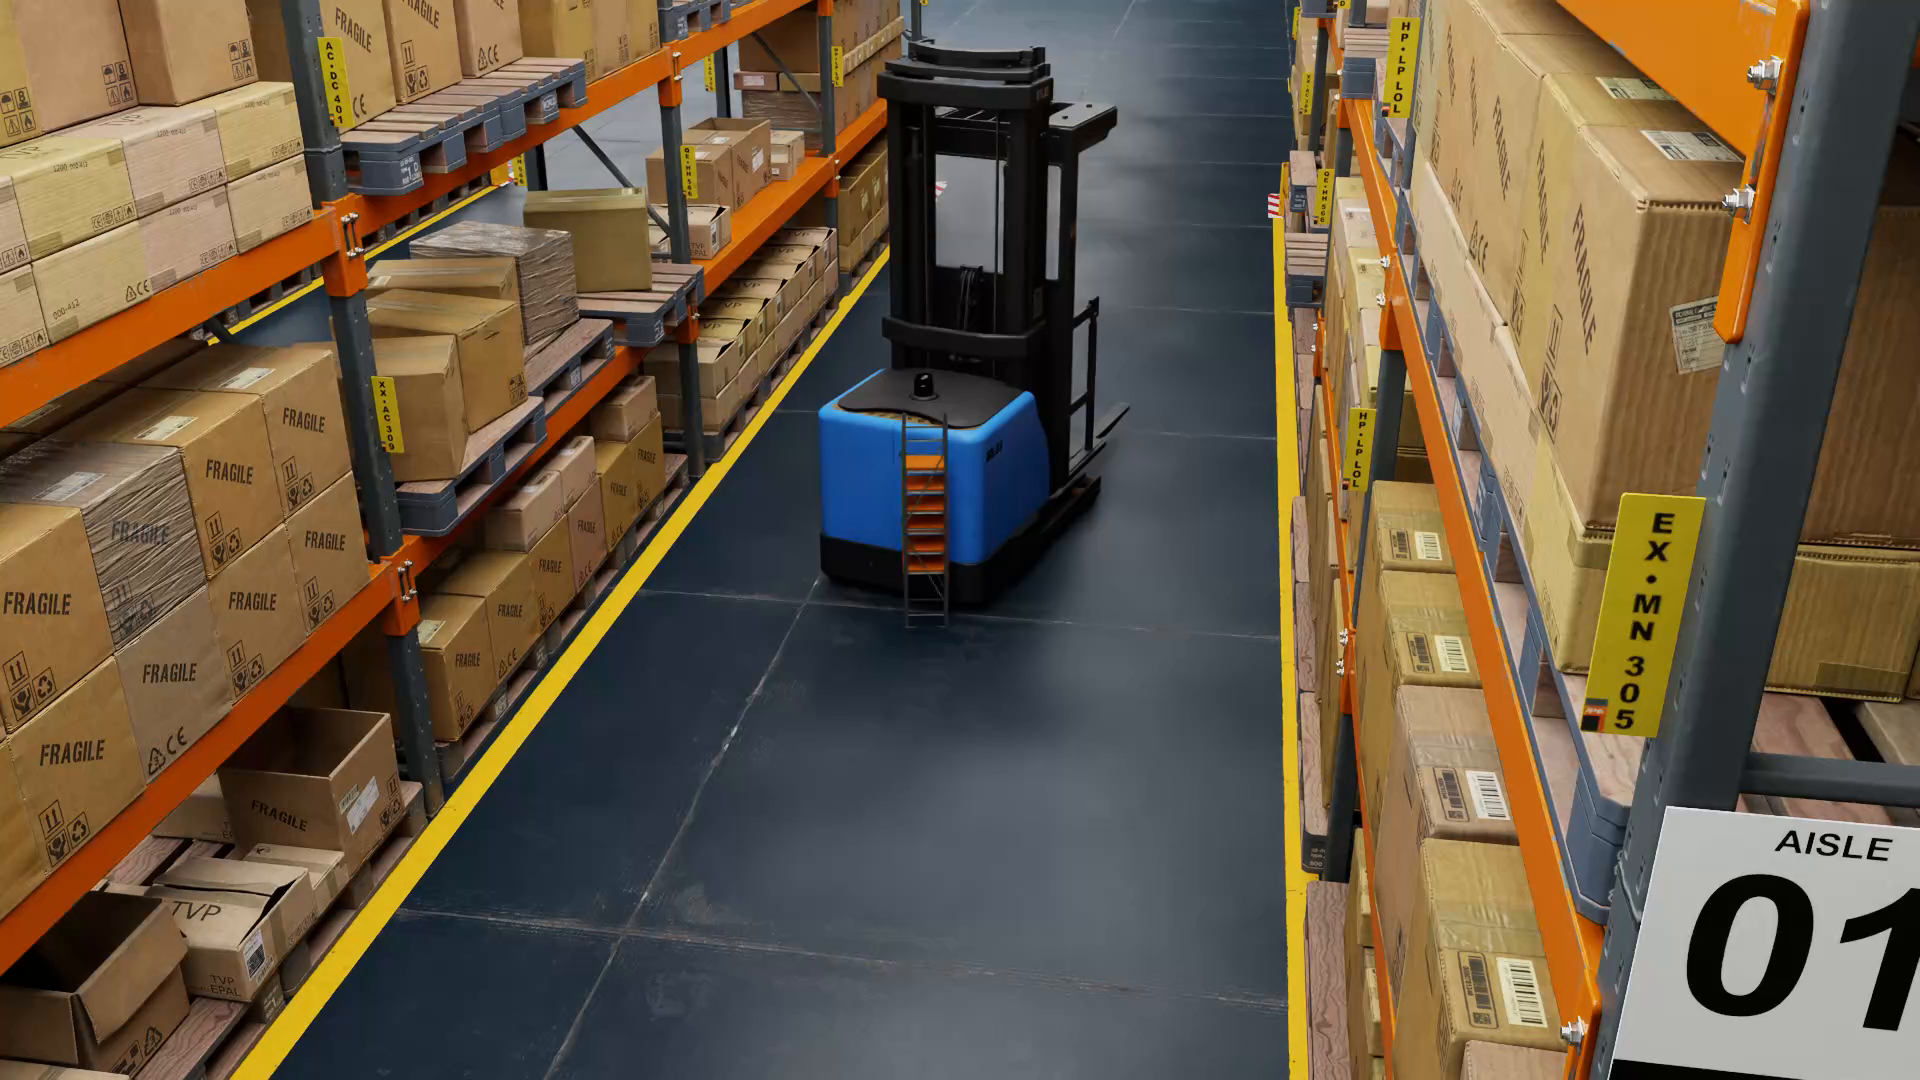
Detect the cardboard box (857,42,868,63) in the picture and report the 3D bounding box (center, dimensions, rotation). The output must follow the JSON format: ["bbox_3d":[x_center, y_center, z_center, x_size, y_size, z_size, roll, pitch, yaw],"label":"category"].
[{"bbox_3d":[-1.080,-4.584,15.621,0.380,0.149,0.250,4,25,8],"label":"cardboard box"}]

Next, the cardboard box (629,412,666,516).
[{"bbox_3d":[-2.140,-0.484,10.176,0.500,0.500,0.500,5,26,11],"label":"cardboard box"}]

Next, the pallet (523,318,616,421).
[{"bbox_3d":[-2.532,-0.924,8.912,1.003,0.211,1.213,4,25,9],"label":"pallet"}]

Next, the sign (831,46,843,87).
[{"bbox_3d":[-1.028,-3.952,13.883,0.100,0.325,0.005,4,25,9],"label":"sign"}]

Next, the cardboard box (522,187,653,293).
[{"bbox_3d":[-2.210,-1.789,9.920,0.700,0.500,0.500,-4,25,-9],"label":"cardboard box"}]

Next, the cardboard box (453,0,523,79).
[{"bbox_3d":[-2.502,-2.554,7.900,0.600,0.600,0.600,3,25,6],"label":"cardboard box"}]

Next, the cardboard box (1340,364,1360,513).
[{"bbox_3d":[1.916,-0.424,7.124,0.500,0.500,0.500,4,25,9],"label":"cardboard box"}]

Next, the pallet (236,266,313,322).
[{"bbox_3d":[-6.541,-2.248,14.804,1.003,0.211,1.213,4,25,9],"label":"pallet"}]

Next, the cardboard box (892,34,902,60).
[{"bbox_3d":[-1.000,-5.021,17.321,0.700,0.500,0.500,4,25,9],"label":"cardboard box"}]

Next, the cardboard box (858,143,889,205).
[{"bbox_3d":[-0.937,-3.582,16.227,0.500,0.500,0.500,4,25,9],"label":"cardboard box"}]

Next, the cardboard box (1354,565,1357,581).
[{"bbox_3d":[1.791,0.134,6.699,0.380,0.149,0.250,4,25,9],"label":"cardboard box"}]

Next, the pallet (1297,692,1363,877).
[{"bbox_3d":[2.067,1.125,7.597,1.003,0.211,1.213,4,25,9],"label":"pallet"}]

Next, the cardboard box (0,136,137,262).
[{"bbox_3d":[-2.853,-1.029,4.958,0.500,0.250,0.500,4,25,9],"label":"cardboard box"}]

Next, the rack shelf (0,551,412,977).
[{"bbox_3d":[-3.199,1.011,5.401,1.077,0.370,4.000,4,25,9],"label":"rack shelf"}]

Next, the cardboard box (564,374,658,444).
[{"bbox_3d":[-2.145,-0.800,9.966,0.500,0.250,0.500,5,26,11],"label":"cardboard box"}]

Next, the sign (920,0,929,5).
[{"bbox_3d":[-0.378,-5.759,17.369,0.100,0.325,0.005,4,25,9],"label":"sign"}]

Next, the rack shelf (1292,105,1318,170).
[{"bbox_3d":[3.650,-3.666,15.393,1.077,0.370,4.000,4,25,9],"label":"rack shelf"}]

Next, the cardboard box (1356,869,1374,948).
[{"bbox_3d":[1.556,1.275,5.677,0.380,0.149,0.250,5,26,10],"label":"cardboard box"}]

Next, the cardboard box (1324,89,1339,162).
[{"bbox_3d":[3.206,-3.190,12.890,0.700,0.500,0.500,4,25,9],"label":"cardboard box"}]

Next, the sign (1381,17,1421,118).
[{"bbox_3d":[1.478,-1.579,5.565,0.100,0.325,0.005,4,25,9],"label":"sign"}]

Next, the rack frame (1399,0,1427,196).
[{"bbox_3d":[2.015,-2.527,5.034,1.000,3.000,0.127,4,25,9],"label":"rack frame"}]

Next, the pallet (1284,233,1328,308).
[{"bbox_3d":[2.681,-1.701,10.573,1.213,0.211,1.003,4,25,9],"label":"pallet"}]

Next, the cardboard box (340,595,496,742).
[{"bbox_3d":[-2.553,0.596,7.868,0.500,0.500,0.500,3,25,6],"label":"cardboard box"}]

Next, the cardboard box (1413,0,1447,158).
[{"bbox_3d":[1.622,-1.397,4.837,0.500,0.500,0.500,4,25,8],"label":"cardboard box"}]

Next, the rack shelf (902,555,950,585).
[{"bbox_3d":[-0.187,0.162,9.159,0.258,0.103,0.180,0,25,-1],"label":"rack shelf"}]

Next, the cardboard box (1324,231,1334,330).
[{"bbox_3d":[2.337,-1.486,9.395,0.500,0.500,0.500,5,26,10],"label":"cardboard box"}]

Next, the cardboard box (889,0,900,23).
[{"bbox_3d":[-1.009,-5.587,16.999,0.700,0.500,0.500,4,25,9],"label":"cardboard box"}]

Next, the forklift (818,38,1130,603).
[{"bbox_3d":[0.265,-1.568,10.142,1.130,2.935,3.031,11,27,22],"label":"forklift"}]

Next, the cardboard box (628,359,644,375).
[{"bbox_3d":[-2.376,-1.259,11.489,0.500,0.311,0.500,5,25,10],"label":"cardboard box"}]

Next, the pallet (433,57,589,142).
[{"bbox_3d":[-2.530,-2.127,7.939,1.213,0.211,1.003,4,25,9],"label":"pallet"}]

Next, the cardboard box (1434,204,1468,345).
[{"bbox_3d":[1.468,-0.638,4.100,0.500,0.250,0.500,3,25,7],"label":"cardboard box"}]

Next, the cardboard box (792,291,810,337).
[{"bbox_3d":[-1.514,-1.823,13.355,0.500,0.250,0.500,5,25,10],"label":"cardboard box"}]

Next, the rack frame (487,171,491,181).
[{"bbox_3d":[-5.797,-5.515,18.494,1.000,3.000,0.127,4,25,9],"label":"rack frame"}]

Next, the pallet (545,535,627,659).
[{"bbox_3d":[-2.580,0.257,9.452,1.003,0.211,1.213,4,25,9],"label":"pallet"}]

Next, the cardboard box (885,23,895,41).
[{"bbox_3d":[-0.869,-5.120,16.767,0.380,0.149,0.250,4,25,8],"label":"cardboard box"}]

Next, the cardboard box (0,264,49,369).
[{"bbox_3d":[-2.941,-0.593,4.618,0.500,0.250,0.500,4,25,9],"label":"cardboard box"}]

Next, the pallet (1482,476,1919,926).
[{"bbox_3d":[1.473,0.234,2.779,1.003,0.211,1.213,4,25,9],"label":"pallet"}]

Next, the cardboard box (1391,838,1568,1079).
[{"bbox_3d":[1.543,1.208,3.777,0.980,0.700,0.700,4,25,8],"label":"cardboard box"}]

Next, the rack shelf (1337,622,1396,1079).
[{"bbox_3d":[1.689,1.352,4.671,1.077,0.370,4.000,4,25,9],"label":"rack shelf"}]

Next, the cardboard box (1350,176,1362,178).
[{"bbox_3d":[2.736,-1.925,10.187,0.700,0.500,0.500,1,25,2],"label":"cardboard box"}]

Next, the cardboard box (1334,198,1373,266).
[{"bbox_3d":[2.254,-1.615,8.784,0.500,0.250,0.500,4,25,8],"label":"cardboard box"}]

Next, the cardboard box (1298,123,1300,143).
[{"bbox_3d":[3.191,-3.524,14.393,0.500,0.250,0.500,4,25,9],"label":"cardboard box"}]

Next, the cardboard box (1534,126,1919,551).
[{"bbox_3d":[1.212,-0.328,2.553,0.500,0.500,0.500,4,25,8],"label":"cardboard box"}]

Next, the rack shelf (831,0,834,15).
[{"bbox_3d":[-1.238,-5.367,15.487,1.077,0.370,4.000,4,25,9],"label":"rack shelf"}]

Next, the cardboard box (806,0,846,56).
[{"bbox_3d":[-1.417,-4.528,14.736,0.700,0.500,0.500,4,25,8],"label":"cardboard box"}]

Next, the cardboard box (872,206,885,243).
[{"bbox_3d":[-1.016,-3.033,15.939,0.500,0.250,0.500,4,25,9],"label":"cardboard box"}]

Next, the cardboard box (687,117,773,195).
[{"bbox_3d":[-1.793,-3.002,13.008,0.500,0.500,0.500,6,26,12],"label":"cardboard box"}]

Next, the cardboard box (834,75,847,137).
[{"bbox_3d":[-1.419,-3.950,15.032,0.700,0.500,0.500,4,25,8],"label":"cardboard box"}]

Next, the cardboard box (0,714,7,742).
[{"bbox_3d":[-3.029,0.428,4.500,0.500,0.500,0.500,4,25,9],"label":"cardboard box"}]

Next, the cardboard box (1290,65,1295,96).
[{"bbox_3d":[3.584,-4.588,16.666,0.500,0.250,0.500,3,25,7],"label":"cardboard box"}]

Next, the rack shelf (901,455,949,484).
[{"bbox_3d":[-0.187,-0.381,8.904,0.258,0.103,0.180,0,25,-1],"label":"rack shelf"}]

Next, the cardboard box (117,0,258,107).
[{"bbox_3d":[-2.914,-1.802,5.726,0.700,0.500,0.500,4,25,9],"label":"cardboard box"}]

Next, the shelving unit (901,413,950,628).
[{"bbox_3d":[-0.187,-0.095,9.038,0.258,1.200,0.189,0,25,-1],"label":"shelving unit"}]

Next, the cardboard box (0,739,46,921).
[{"bbox_3d":[-3.029,0.883,4.707,0.500,0.500,0.500,4,25,8],"label":"cardboard box"}]

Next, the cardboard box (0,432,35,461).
[{"bbox_3d":[-3.395,-0.041,5.503,0.500,0.500,0.500,3,25,7],"label":"cardboard box"}]

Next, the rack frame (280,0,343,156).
[{"bbox_3d":[-2.872,-2.869,5.764,1.000,3.000,0.127,4,25,9],"label":"rack frame"}]

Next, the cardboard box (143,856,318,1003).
[{"bbox_3d":[-2.808,1.439,6.291,0.500,0.311,0.500,4,25,9],"label":"cardboard box"}]

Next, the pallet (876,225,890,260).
[{"bbox_3d":[-1.197,-3.076,16.572,1.003,0.211,1.213,4,25,9],"label":"pallet"}]

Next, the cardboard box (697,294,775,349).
[{"bbox_3d":[-1.680,-1.655,12.335,0.500,0.311,0.500,3,25,7],"label":"cardboard box"}]

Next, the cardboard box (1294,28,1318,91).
[{"bbox_3d":[3.421,-4.509,15.613,0.500,0.500,0.500,3,25,7],"label":"cardboard box"}]
